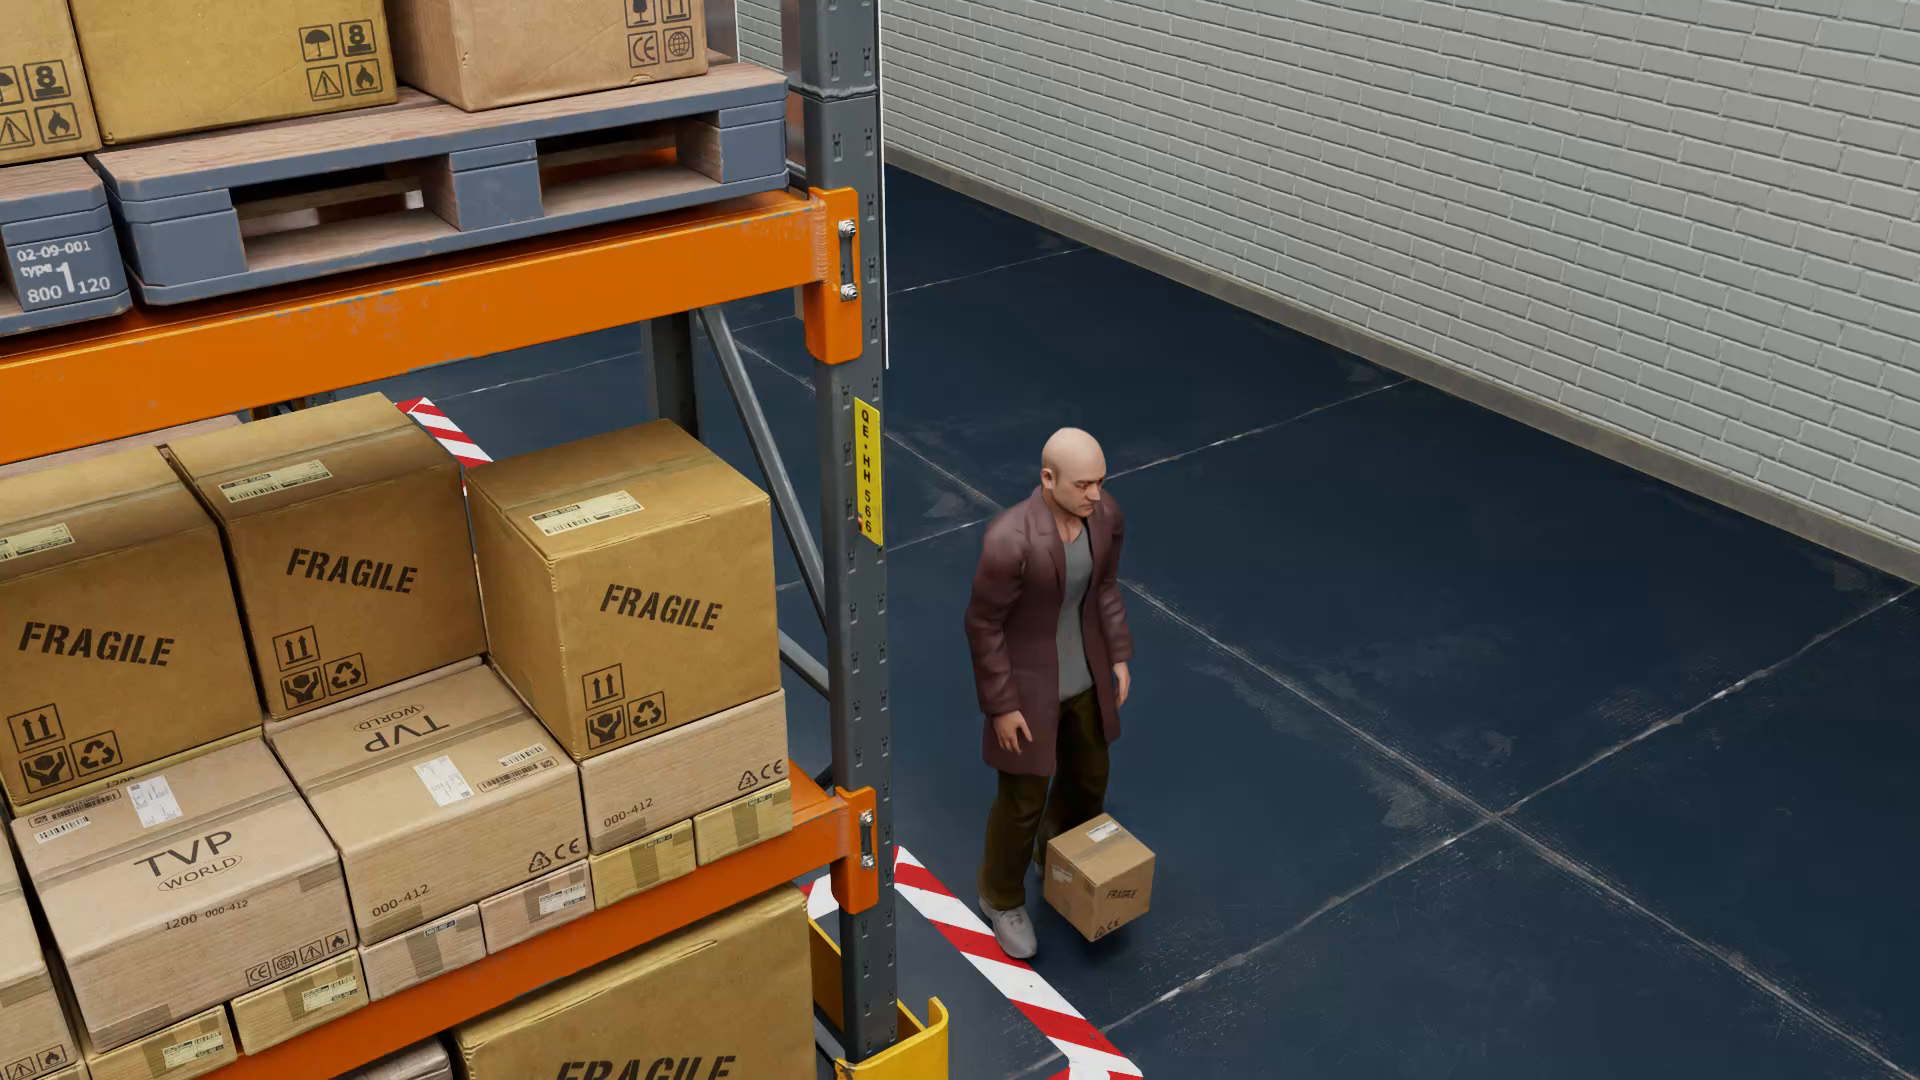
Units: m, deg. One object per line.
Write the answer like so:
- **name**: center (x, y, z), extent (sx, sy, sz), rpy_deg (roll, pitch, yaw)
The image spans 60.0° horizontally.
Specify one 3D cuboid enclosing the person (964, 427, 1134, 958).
- **person**: center (0.297, 0.457, 5.287), extent (0.607, 1.775, 0.425), rpy_deg (-20, 34, -32)
